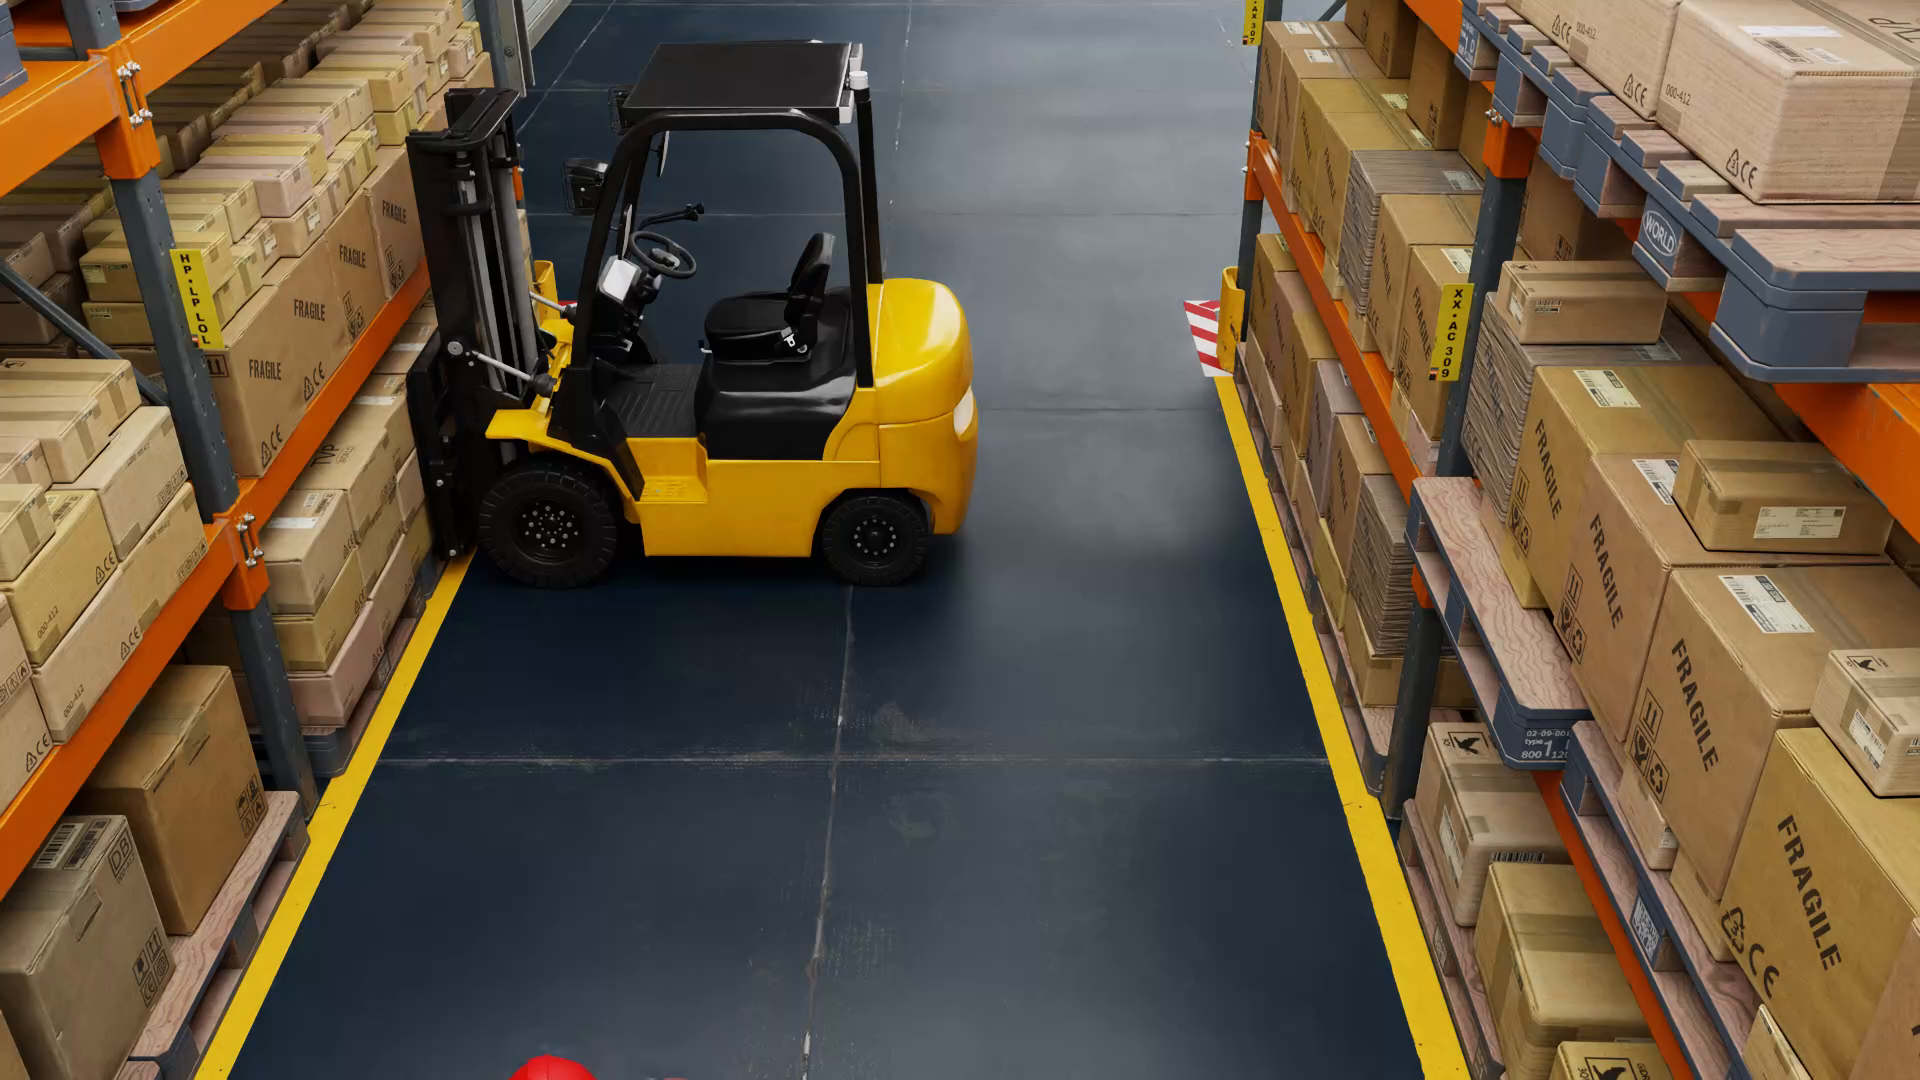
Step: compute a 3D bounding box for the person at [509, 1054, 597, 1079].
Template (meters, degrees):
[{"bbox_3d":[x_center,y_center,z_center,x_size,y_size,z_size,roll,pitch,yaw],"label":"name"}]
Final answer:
[{"bbox_3d":[-0.695,1.678,3.307,0.552,1.777,0.625,-4,31,-6],"label":"person"}]
